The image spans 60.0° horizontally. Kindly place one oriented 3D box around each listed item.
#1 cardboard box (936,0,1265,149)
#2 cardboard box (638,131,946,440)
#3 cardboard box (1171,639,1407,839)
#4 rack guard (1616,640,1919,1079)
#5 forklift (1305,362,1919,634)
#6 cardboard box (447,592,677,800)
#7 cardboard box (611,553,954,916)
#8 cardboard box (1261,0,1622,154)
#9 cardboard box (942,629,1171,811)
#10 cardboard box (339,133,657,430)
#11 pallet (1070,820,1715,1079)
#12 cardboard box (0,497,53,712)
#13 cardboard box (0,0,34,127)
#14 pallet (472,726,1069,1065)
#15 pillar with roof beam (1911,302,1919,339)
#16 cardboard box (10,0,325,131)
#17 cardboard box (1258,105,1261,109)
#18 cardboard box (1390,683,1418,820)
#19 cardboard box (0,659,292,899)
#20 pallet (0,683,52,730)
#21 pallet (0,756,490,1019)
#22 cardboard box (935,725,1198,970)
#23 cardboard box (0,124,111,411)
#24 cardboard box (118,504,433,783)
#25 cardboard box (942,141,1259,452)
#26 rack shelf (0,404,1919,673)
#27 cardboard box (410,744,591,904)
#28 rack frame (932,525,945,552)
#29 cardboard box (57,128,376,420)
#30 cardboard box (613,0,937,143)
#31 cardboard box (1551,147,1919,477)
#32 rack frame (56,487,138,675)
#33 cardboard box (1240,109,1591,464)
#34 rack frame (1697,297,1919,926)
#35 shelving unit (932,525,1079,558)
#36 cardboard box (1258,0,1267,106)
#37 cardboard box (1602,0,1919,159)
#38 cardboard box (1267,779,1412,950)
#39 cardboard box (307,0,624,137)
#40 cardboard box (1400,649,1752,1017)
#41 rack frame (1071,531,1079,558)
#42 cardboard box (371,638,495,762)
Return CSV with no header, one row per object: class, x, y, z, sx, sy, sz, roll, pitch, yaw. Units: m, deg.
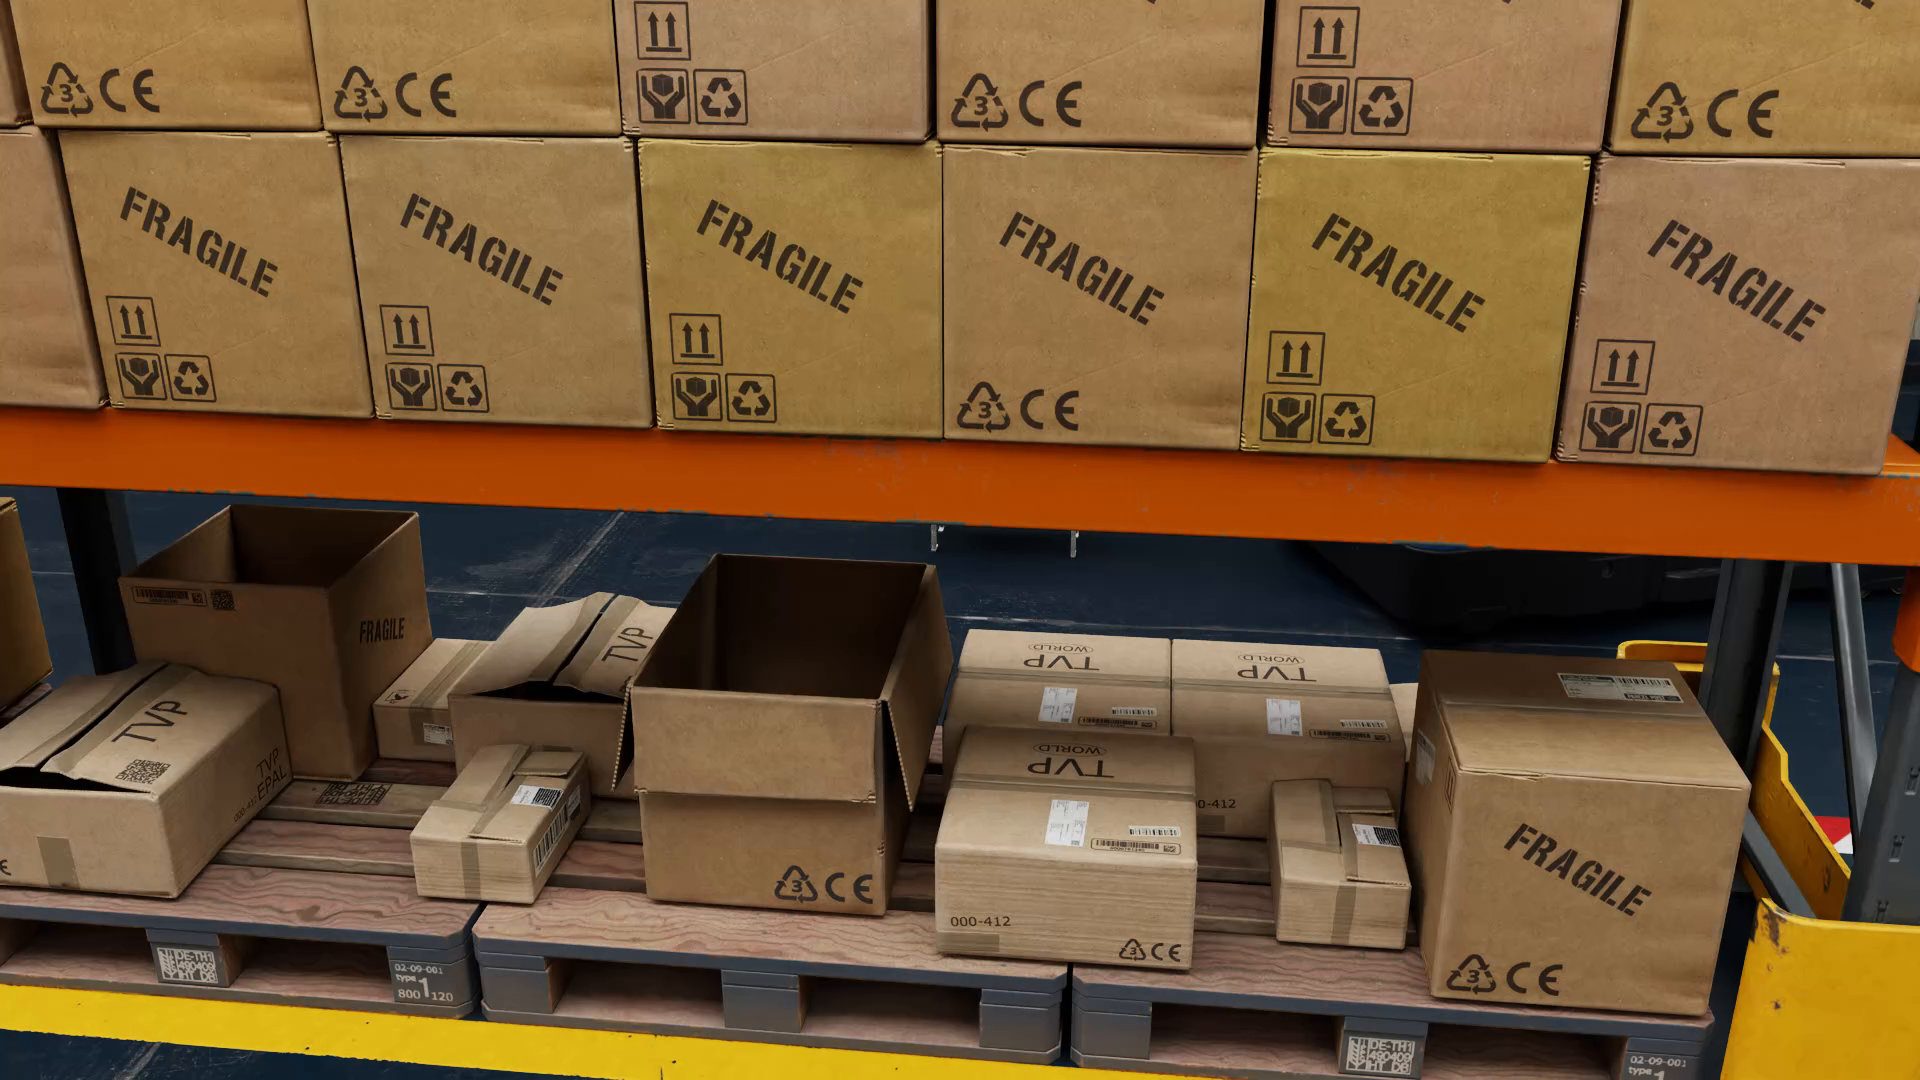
cardboard box,0.246,-0.941,2.744,0.500,0.500,0.500,3,22,8
cardboard box,-0.250,-0.502,2.993,0.500,0.500,0.500,2,22,6
cardboard box,0.734,0.457,3.846,0.500,0.250,0.500,2,22,6
rack guard,1.662,0.691,3.513,0.348,0.500,1.175,2,22,6
forklift,2.710,-1.347,5.361,3.031,2.935,1.130,-5,22,-13
cardboard box,-0.891,0.358,4.014,0.500,0.311,0.500,2,22,6
cardboard box,-0.368,0.394,3.660,0.637,0.503,0.797,2,22,6
cardboard box,0.761,-0.920,2.692,0.500,0.500,0.500,3,22,8
cardboard box,0.238,0.435,3.901,0.500,0.250,0.500,2,22,6
cardboard box,-0.755,-0.523,3.047,0.500,0.500,0.500,2,22,6
pallet,0.870,0.791,3.652,1.213,0.211,1.003,2,22,6
cardboard box,-2.686,0.206,4.139,0.500,0.500,0.500,2,22,4
cardboard box,-1.800,-1.030,2.969,0.500,0.500,0.500,3,22,8
pallet,-0.338,0.737,3.788,1.213,0.211,1.003,2,22,6
pillar with roof beam,4.593,-3.694,3.045,0.400,9.000,9.100,2,22,6
cardboard box,-1.287,-1.008,2.913,0.500,0.500,0.500,2,22,5
cardboard box,0.815,-0.651,3.370,0.500,0.500,0.500,2,22,6
cardboard box,1.114,0.490,3.876,0.250,0.166,0.380,2,22,6
cardboard box,-1.843,0.501,3.650,0.500,0.311,0.500,2,22,6
pallet,-3.047,0.634,4.050,1.213,0.211,1.003,2,22,6
pallet,-1.553,0.685,3.919,1.213,0.211,1.003,2,22,6
cardboard box,0.229,0.620,3.433,0.500,0.250,0.500,2,22,6
cardboard box,-1.761,-0.567,3.157,0.500,0.500,0.500,3,22,8
cardboard box,-1.635,0.237,4.061,0.500,0.500,0.500,2,22,6
cardboard box,0.250,-0.480,2.937,0.500,0.500,0.500,3,22,7
rack shelf,-0.249,-0.220,3.396,4.000,0.370,1.077,2,22,6
cardboard box,-0.983,0.602,3.592,0.250,0.166,0.380,2,22,6
rack frame,-0.078,-0.561,5.728,0.015,1.200,0.240,2,22,6
cardboard box,-1.252,-0.546,3.104,0.500,0.500,0.500,3,22,7
cardboard box,-0.264,-0.963,2.801,0.500,0.500,0.500,3,22,8
cardboard box,1.261,-0.435,2.824,0.500,0.500,0.500,3,22,8
rack frame,-2.235,-0.642,3.483,0.127,3.000,1.000,2,22,6
cardboard box,0.745,-0.456,2.878,0.500,0.500,0.500,3,22,7
rack frame,1.738,-0.468,3.045,0.127,3.000,1.000,2,22,6
shelving unit,0.164,-0.551,5.701,0.503,1.200,0.258,2,22,6
cardboard box,0.808,-1.115,3.185,0.500,0.500,0.500,3,22,7
cardboard box,1.263,-0.899,2.637,0.500,0.500,0.500,2,22,6
cardboard box,0.777,0.661,3.444,0.250,0.166,0.380,2,22,6
cardboard box,-0.777,-0.985,2.856,0.500,0.500,0.500,2,22,5
cardboard box,1.169,0.556,3.256,0.500,0.500,0.500,2,22,6
rack frame,0.407,-0.540,5.674,0.015,1.200,0.240,2,22,6
cardboard box,-1.256,0.395,4.140,0.250,0.149,0.380,2,22,6
